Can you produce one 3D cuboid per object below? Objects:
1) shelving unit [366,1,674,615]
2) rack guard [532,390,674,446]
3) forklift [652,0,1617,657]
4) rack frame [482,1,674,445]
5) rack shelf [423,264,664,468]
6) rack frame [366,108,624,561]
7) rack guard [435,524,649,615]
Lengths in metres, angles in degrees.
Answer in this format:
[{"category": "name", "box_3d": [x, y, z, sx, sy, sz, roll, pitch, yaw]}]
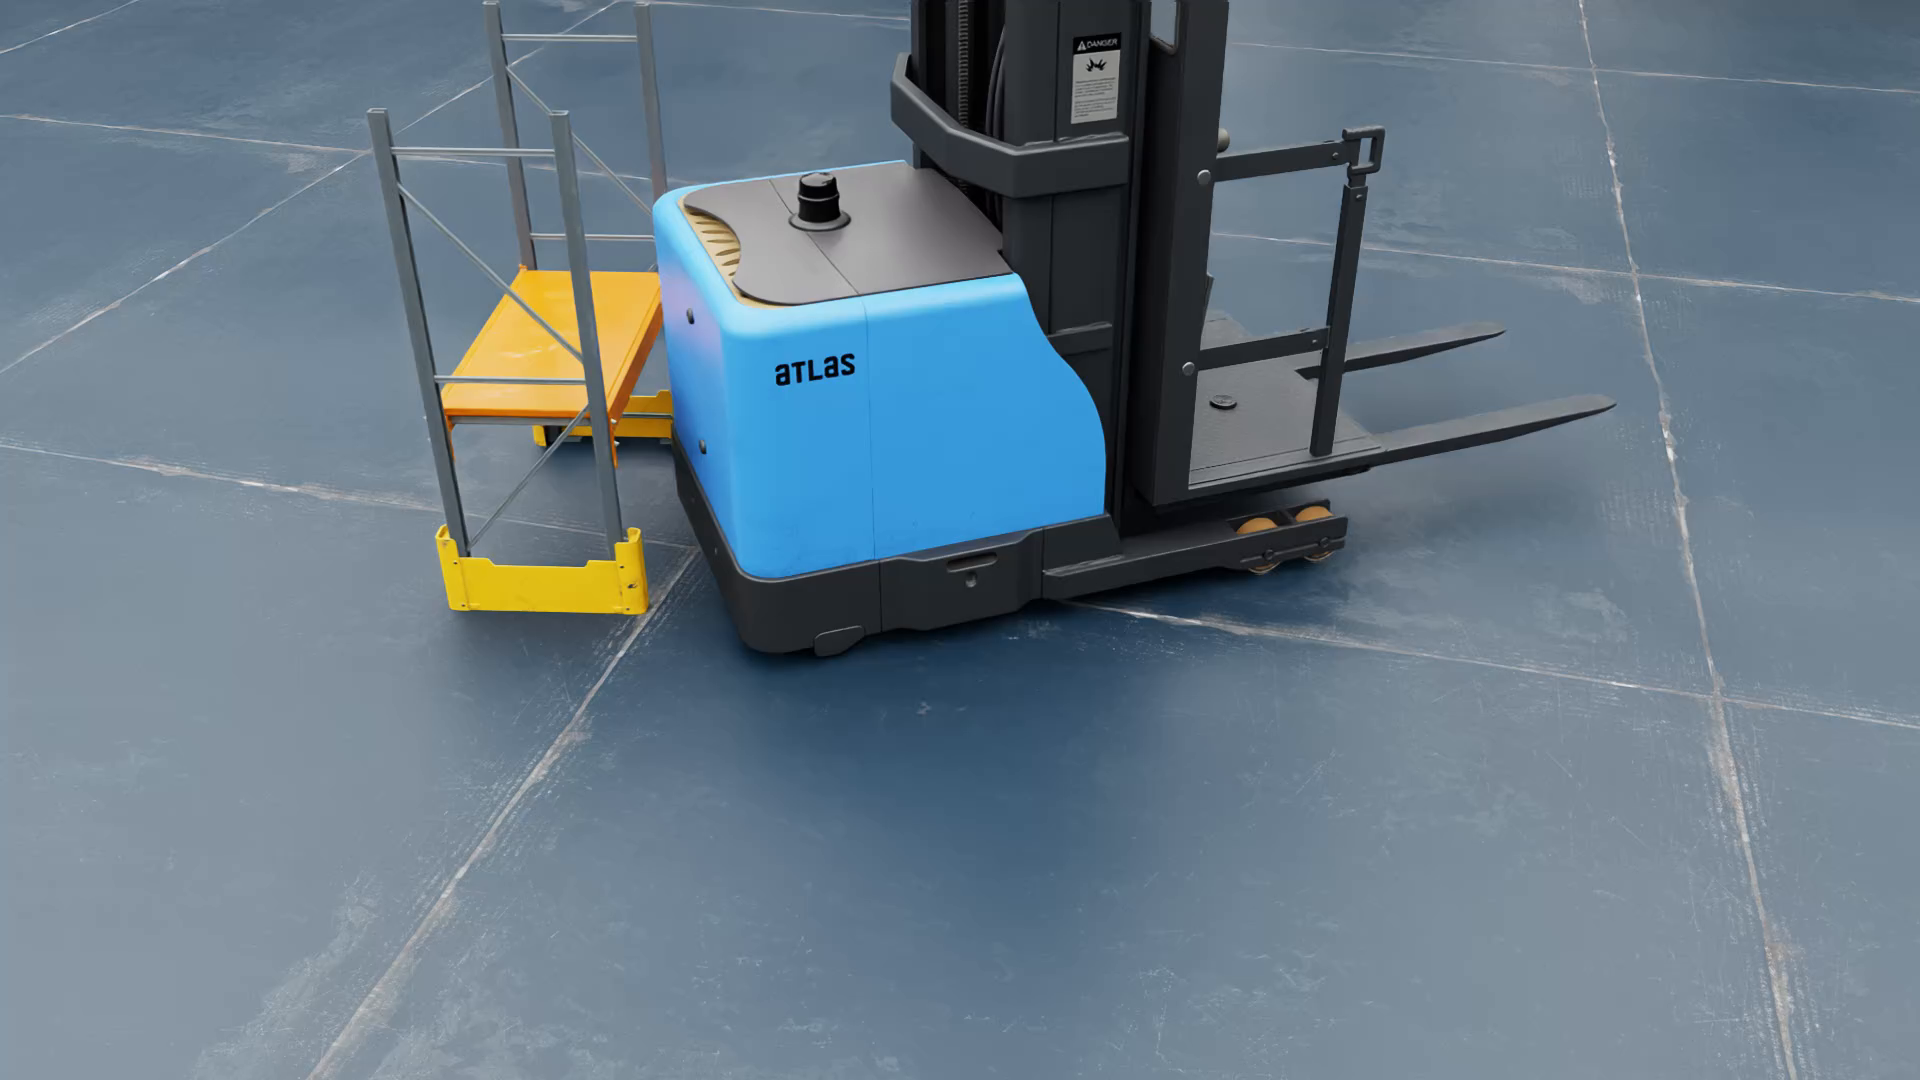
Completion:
[{"category": "shelving unit", "box_3d": [-1.201, -0.708, 4.966, 0.587, 1.500, 1.083, 1, 32, 2]}, {"category": "rack guard", "box_3d": [-1.182, -0.447, 5.721, 0.587, 0.250, 0.087, 1, 32, 2]}, {"category": "forklift", "box_3d": [0.661, -1.390, 4.705, 3.031, 2.935, 1.130, -11, 34, -17]}, {"category": "rack frame", "box_3d": [-1.182, -0.976, 5.387, 0.500, 1.500, 0.032, 1, 32, 2]}, {"category": "rack shelf", "box_3d": [-1.202, -0.551, 5.054, 0.538, 0.185, 1.000, 1, 32, 2]}, {"category": "rack frame", "box_3d": [-1.222, -0.431, 4.529, 0.500, 1.500, 0.032, 1, 32, 2]}, {"category": "rack guard", "box_3d": [-1.221, 0.086, 4.881, 0.587, 0.250, 0.087, 1, 32, 2]}]
